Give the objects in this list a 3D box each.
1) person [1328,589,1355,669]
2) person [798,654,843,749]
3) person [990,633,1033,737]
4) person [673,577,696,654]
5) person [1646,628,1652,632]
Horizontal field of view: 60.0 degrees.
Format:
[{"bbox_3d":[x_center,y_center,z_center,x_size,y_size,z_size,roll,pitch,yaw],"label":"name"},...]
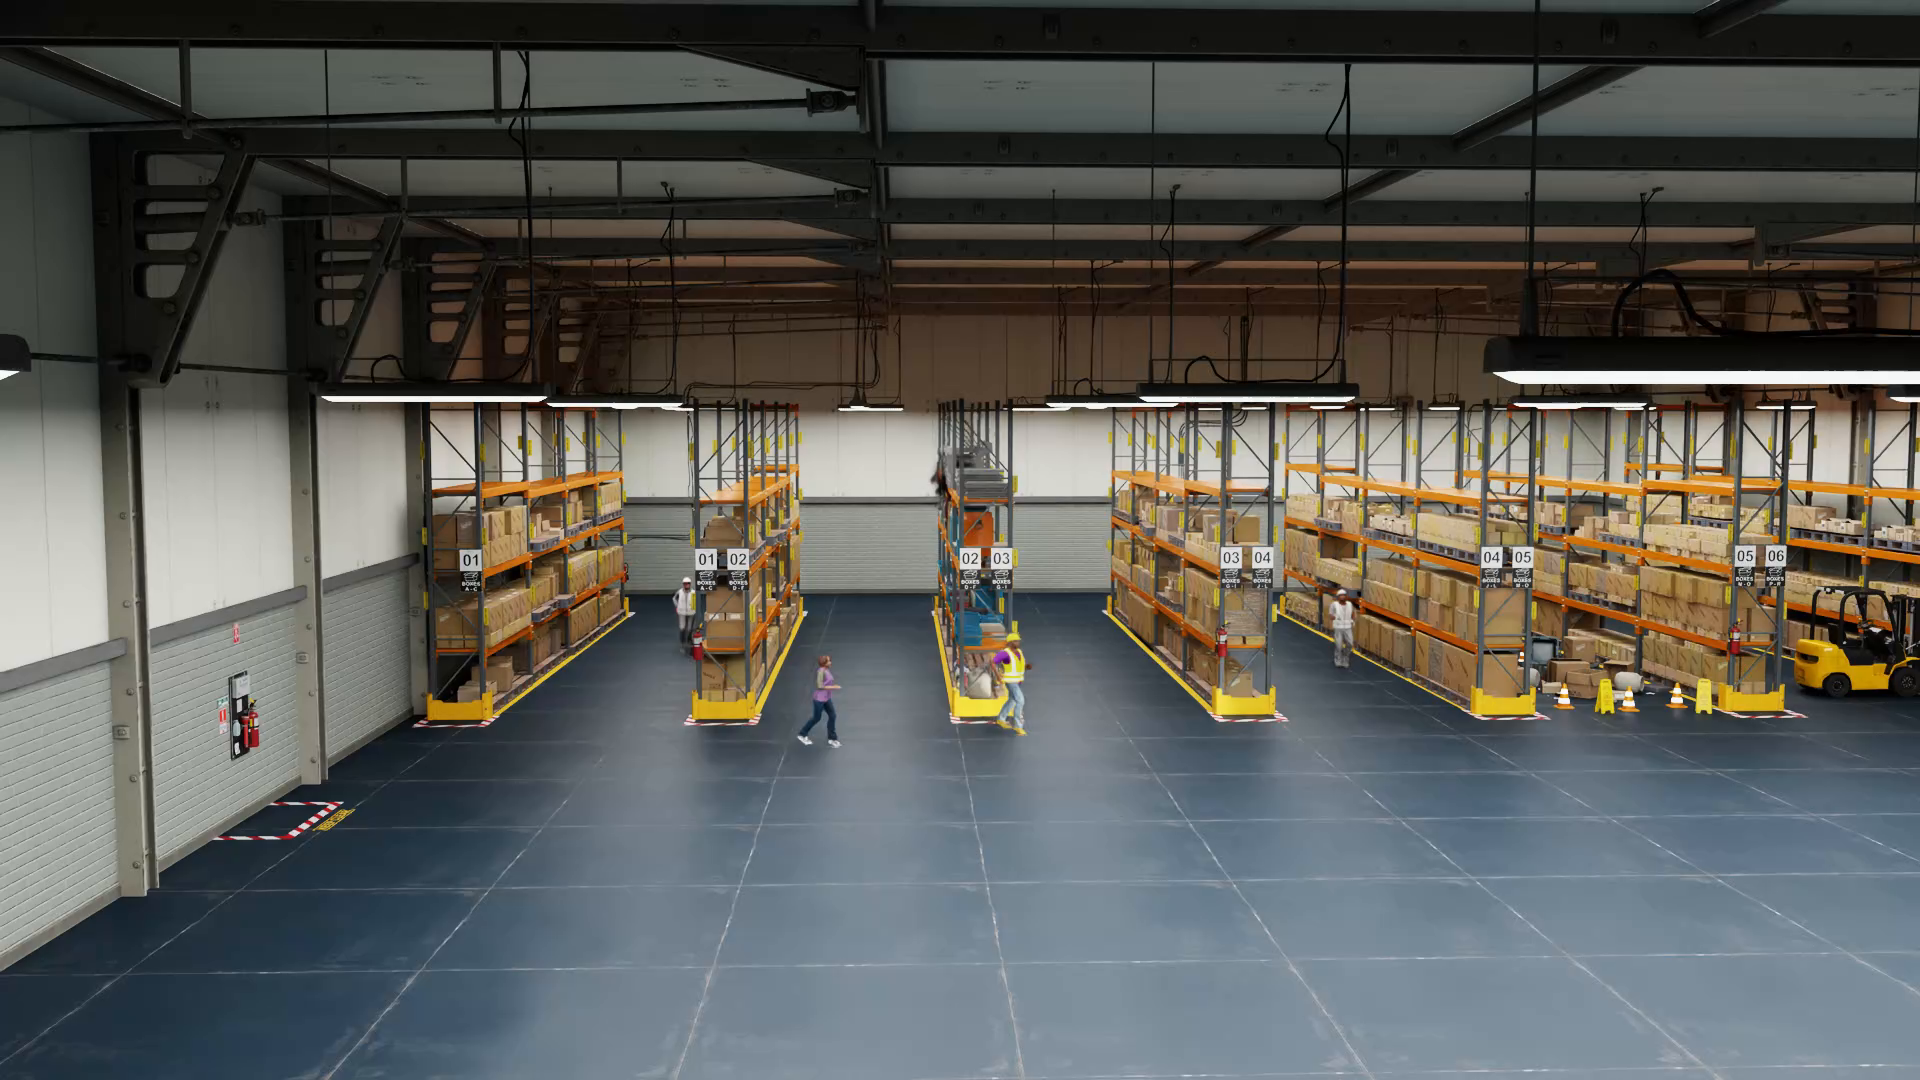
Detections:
[{"bbox_3d":[8.612,2.005,37.348,0.662,1.782,0.644,0,4,-3],"label":"person"},{"bbox_3d":[-2.386,2.766,28.480,0.805,1.627,0.499,1,5,17],"label":"person"},{"bbox_3d":[0.944,2.572,29.764,0.787,1.821,0.674,3,5,34],"label":"person"},{"bbox_3d":[-6.573,1.810,40.010,0.638,1.835,0.781,-1,4,-12],"label":"person"},{"bbox_3d":[17.402,1.740,41.787,0.596,1.649,0.644,-1,4,-7],"label":"person"}]
